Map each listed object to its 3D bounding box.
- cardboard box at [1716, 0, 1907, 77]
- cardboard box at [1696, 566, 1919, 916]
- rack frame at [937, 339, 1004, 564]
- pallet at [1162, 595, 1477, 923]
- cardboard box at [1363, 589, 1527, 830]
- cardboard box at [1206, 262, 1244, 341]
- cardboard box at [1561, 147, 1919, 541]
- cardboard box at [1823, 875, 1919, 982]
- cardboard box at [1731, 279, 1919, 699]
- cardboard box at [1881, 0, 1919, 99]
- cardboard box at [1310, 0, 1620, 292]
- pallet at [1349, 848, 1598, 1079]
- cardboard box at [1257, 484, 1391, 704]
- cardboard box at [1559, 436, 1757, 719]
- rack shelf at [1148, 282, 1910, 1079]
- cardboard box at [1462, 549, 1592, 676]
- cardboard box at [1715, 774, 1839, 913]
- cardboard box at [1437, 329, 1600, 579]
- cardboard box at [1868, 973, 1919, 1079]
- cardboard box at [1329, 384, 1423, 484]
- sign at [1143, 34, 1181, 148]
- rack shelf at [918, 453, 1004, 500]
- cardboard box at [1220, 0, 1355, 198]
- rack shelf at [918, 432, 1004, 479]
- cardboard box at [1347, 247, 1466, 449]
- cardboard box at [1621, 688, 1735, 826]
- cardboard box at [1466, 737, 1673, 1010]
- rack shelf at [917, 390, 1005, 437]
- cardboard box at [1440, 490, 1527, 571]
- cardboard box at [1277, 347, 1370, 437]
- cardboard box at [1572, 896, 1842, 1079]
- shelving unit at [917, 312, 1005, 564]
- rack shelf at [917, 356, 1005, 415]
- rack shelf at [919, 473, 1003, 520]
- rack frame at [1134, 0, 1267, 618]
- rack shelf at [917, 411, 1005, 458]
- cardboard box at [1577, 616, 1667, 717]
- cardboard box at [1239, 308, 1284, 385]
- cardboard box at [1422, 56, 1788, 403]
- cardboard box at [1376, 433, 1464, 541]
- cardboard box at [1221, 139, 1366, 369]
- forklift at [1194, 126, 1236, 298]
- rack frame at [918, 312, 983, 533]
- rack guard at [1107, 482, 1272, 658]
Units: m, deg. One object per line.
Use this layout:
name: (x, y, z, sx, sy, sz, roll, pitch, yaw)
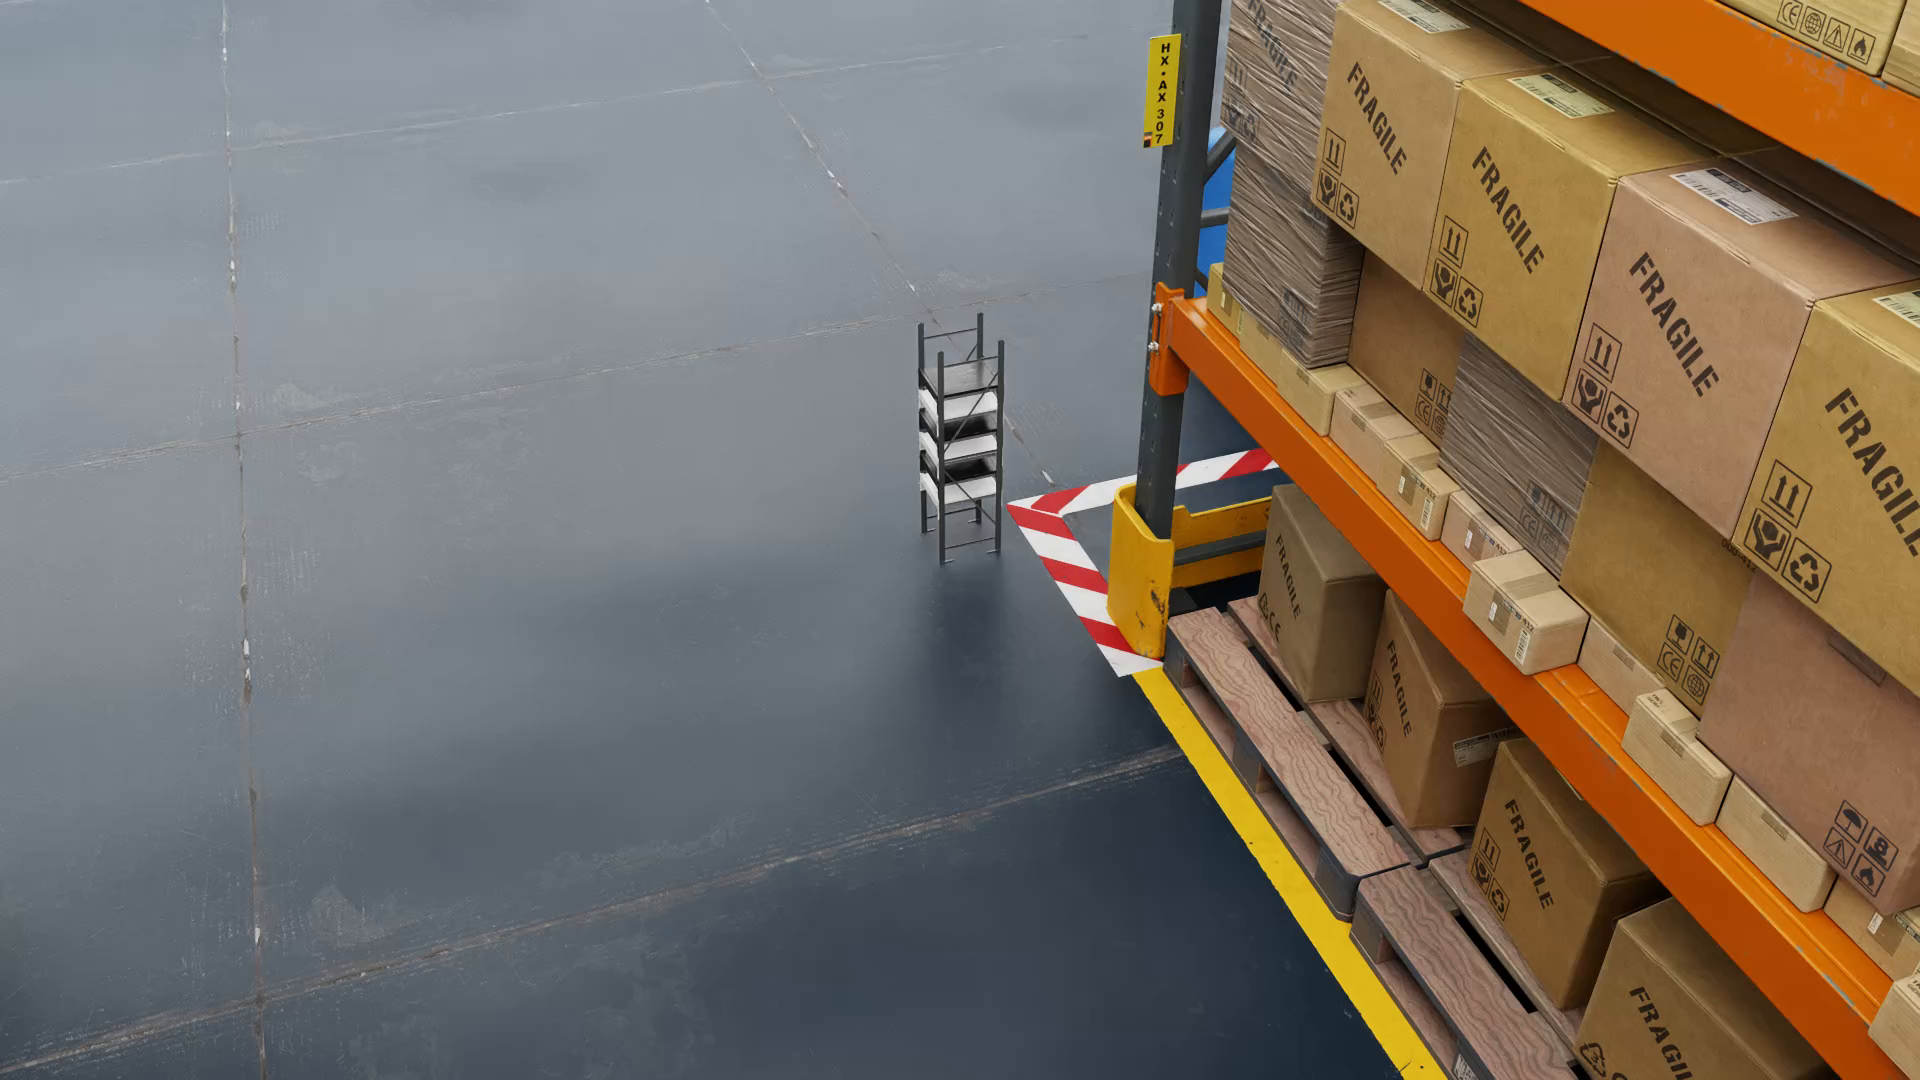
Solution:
cardboard box: (1.543, -0.990, 2.702, 0.500, 0.250, 0.500, -11, 38, -15)
cardboard box: (1.960, 0.242, 3.106, 0.875, 0.500, 0.500, -12, 39, -16)
rack frame: (0.038, -0.297, 5.897, 0.240, 0.900, 0.006, -12, 39, -16)
pallet: (1.358, 0.582, 5.302, 1.003, 0.211, 1.213, -12, 39, -16)
cardboard box: (1.523, 0.477, 4.853, 0.500, 0.500, 0.500, -3, 37, -4)
cardboard box: (0.960, -0.730, 4.935, 0.380, 0.149, 0.250, -12, 39, -16)
cardboard box: (1.536, -0.385, 3.106, 0.500, 0.500, 0.500, -12, 39, -16)
cardboard box: (1.853, 0.675, 3.070, 0.380, 0.149, 0.250, -12, 39, -16)
cardboard box: (1.705, -0.101, 2.730, 0.500, 0.500, 0.500, -12, 39, -16)
cardboard box: (1.710, -0.707, 2.327, 0.500, 0.250, 0.500, -13, 39, -16)
cardboard box: (1.185, -0.948, 3.854, 0.500, 0.500, 0.500, -12, 39, -16)
pallet: (1.774, 1.270, 4.388, 1.003, 0.211, 1.213, -12, 39, -16)
cardboard box: (1.285, 0.146, 5.292, 0.500, 0.500, 0.500, -6, 37, -7)
cardboard box: (1.827, -0.049, 3.492, 0.875, 0.500, 0.500, -12, 39, -16)
rack shelf: (1.774, 0.376, 3.855, 1.077, 0.370, 4.000, -12, 39, -16)
cardboard box: (1.385, 0.137, 3.783, 0.380, 0.149, 0.250, -12, 39, -16)
cardboard box: (1.729, 0.542, 3.246, 0.380, 0.149, 0.250, -12, 39, -16)
cardboard box: (1.665, -0.334, 3.870, 0.875, 0.500, 0.500, -12, 39, -16)
cardboard box: (1.815, 0.843, 2.846, 0.380, 0.149, 0.250, -12, 39, -16)
cardboard box: (1.205, -0.304, 4.369, 0.380, 0.149, 0.250, -12, 39, -16)
sign: (0.576, -1.274, 4.729, 0.100, 0.325, 0.005, -12, 39, -16)
rack shelf: (0.003, -0.256, 6.047, 0.258, 0.077, 0.200, -12, 39, -16)
cardboard box: (1.019, -1.232, 4.231, 0.500, 0.500, 0.500, -12, 39, -16)
rack shelf: (0.003, -0.328, 5.993, 0.258, 0.077, 0.200, -12, 39, -16)
cardboard box: (1.534, -0.626, 4.257, 0.875, 0.500, 0.500, -12, 39, -16)
cardboard box: (1.610, 0.408, 3.424, 0.380, 0.149, 0.250, -12, 39, -16)
cardboard box: (1.720, 0.834, 4.378, 0.500, 0.500, 0.500, -9, 38, -12)
rack shelf: (0.003, -0.472, 5.885, 0.258, 0.077, 0.200, -12, 39, -16)
cardboard box: (1.396, -0.025, 3.999, 0.380, 0.149, 0.250, -12, 39, -16)
cardboard box: (1.100, -0.441, 4.551, 0.380, 0.149, 0.250, -12, 39, -16)
cardboard box: (1.871, 1.159, 3.947, 0.500, 0.500, 0.500, -16, 40, -20)
shelving unit: (0.003, -0.355, 5.973, 0.258, 0.900, 0.210, -12, 39, -16)
rack shelf: (0.003, -0.544, 5.831, 0.258, 0.077, 0.200, -12, 39, -16)
rack shelf: (0.003, -0.184, 6.102, 0.258, 0.077, 0.200, -12, 39, -16)
rack frame: (1.086, -1.041, 5.139, 1.000, 3.000, 0.127, -12, 39, -16)
rack shelf: (0.003, -0.400, 5.939, 0.258, 0.077, 0.200, -12, 39, -16)
cardboard box: (1.596, 0.251, 3.632, 0.380, 0.149, 0.250, -12, 39, -16)
cardboard box: (1.028, -0.585, 4.742, 0.380, 0.149, 0.250, -12, 39, -16)
cardboard box: (1.358, -0.666, 3.479, 0.500, 0.500, 0.500, -12, 39, -16)
cardboard box: (1.285, -0.161, 4.179, 0.380, 0.149, 0.250, -12, 39, -16)
cardboard box: (1.249, -0.883, 4.599, 0.875, 0.500, 0.500, -12, 39, -16)
forklift: (2.489, -2.149, 6.666, 3.031, 2.935, 1.130, -19, 41, -24)
rack frame: (-0.032, -0.412, 6.049, 0.240, 0.900, 0.006, -12, 39, -16)
rack guard: (1.112, 0.000, 5.834, 1.175, 0.500, 0.348, -12, 39, -16)
